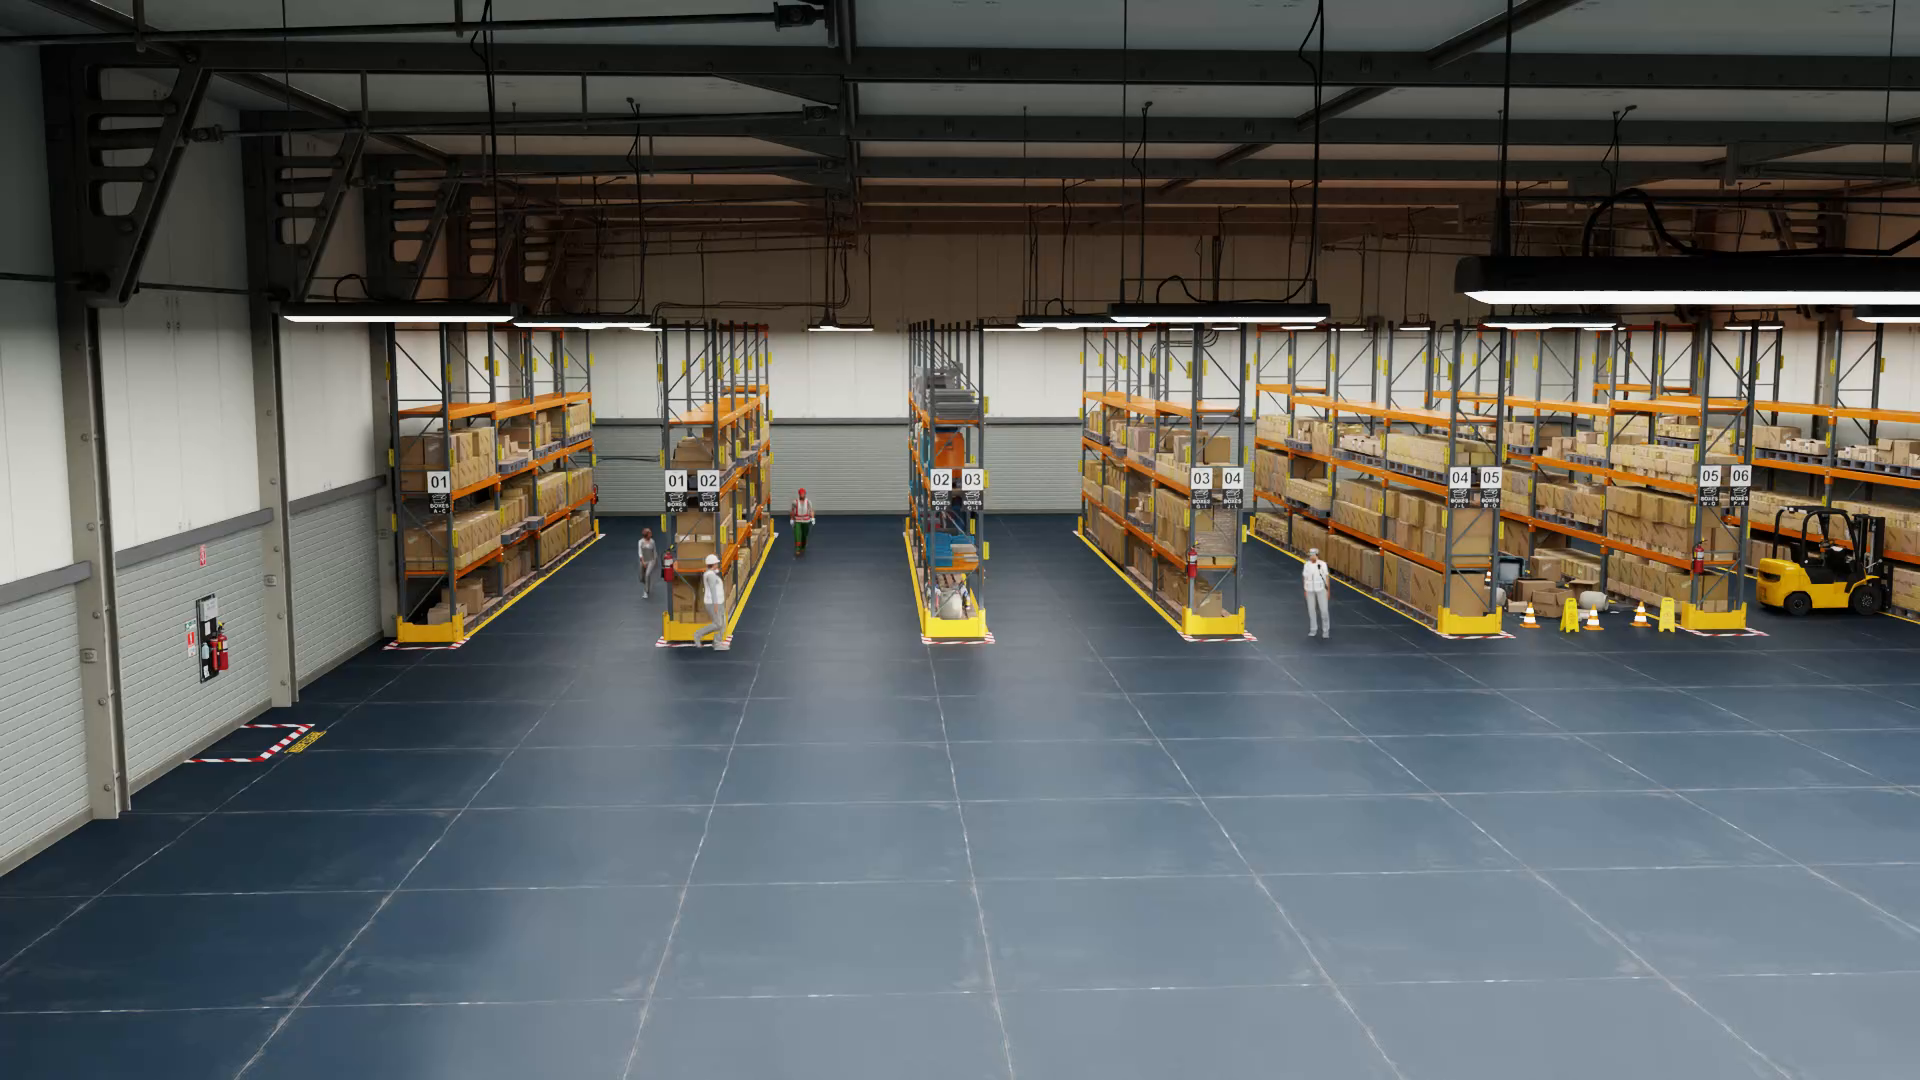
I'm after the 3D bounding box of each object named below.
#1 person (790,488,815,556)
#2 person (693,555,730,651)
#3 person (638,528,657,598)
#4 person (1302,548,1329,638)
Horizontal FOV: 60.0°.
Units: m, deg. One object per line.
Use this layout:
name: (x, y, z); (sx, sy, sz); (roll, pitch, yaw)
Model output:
person: (-4.070, -0.478, 42.996); (0.639, 1.711, 1.093); (-1, 7, -5)
person: (-4.489, 1.135, 30.101); (0.627, 1.750, 0.547); (1, 7, 9)
person: (-6.866, 0.485, 36.444); (0.374, 1.478, 0.867); (0, 7, 3)
person: (6.794, 1.006, 31.694); (0.565, 1.708, 0.388); (3, 8, 25)
